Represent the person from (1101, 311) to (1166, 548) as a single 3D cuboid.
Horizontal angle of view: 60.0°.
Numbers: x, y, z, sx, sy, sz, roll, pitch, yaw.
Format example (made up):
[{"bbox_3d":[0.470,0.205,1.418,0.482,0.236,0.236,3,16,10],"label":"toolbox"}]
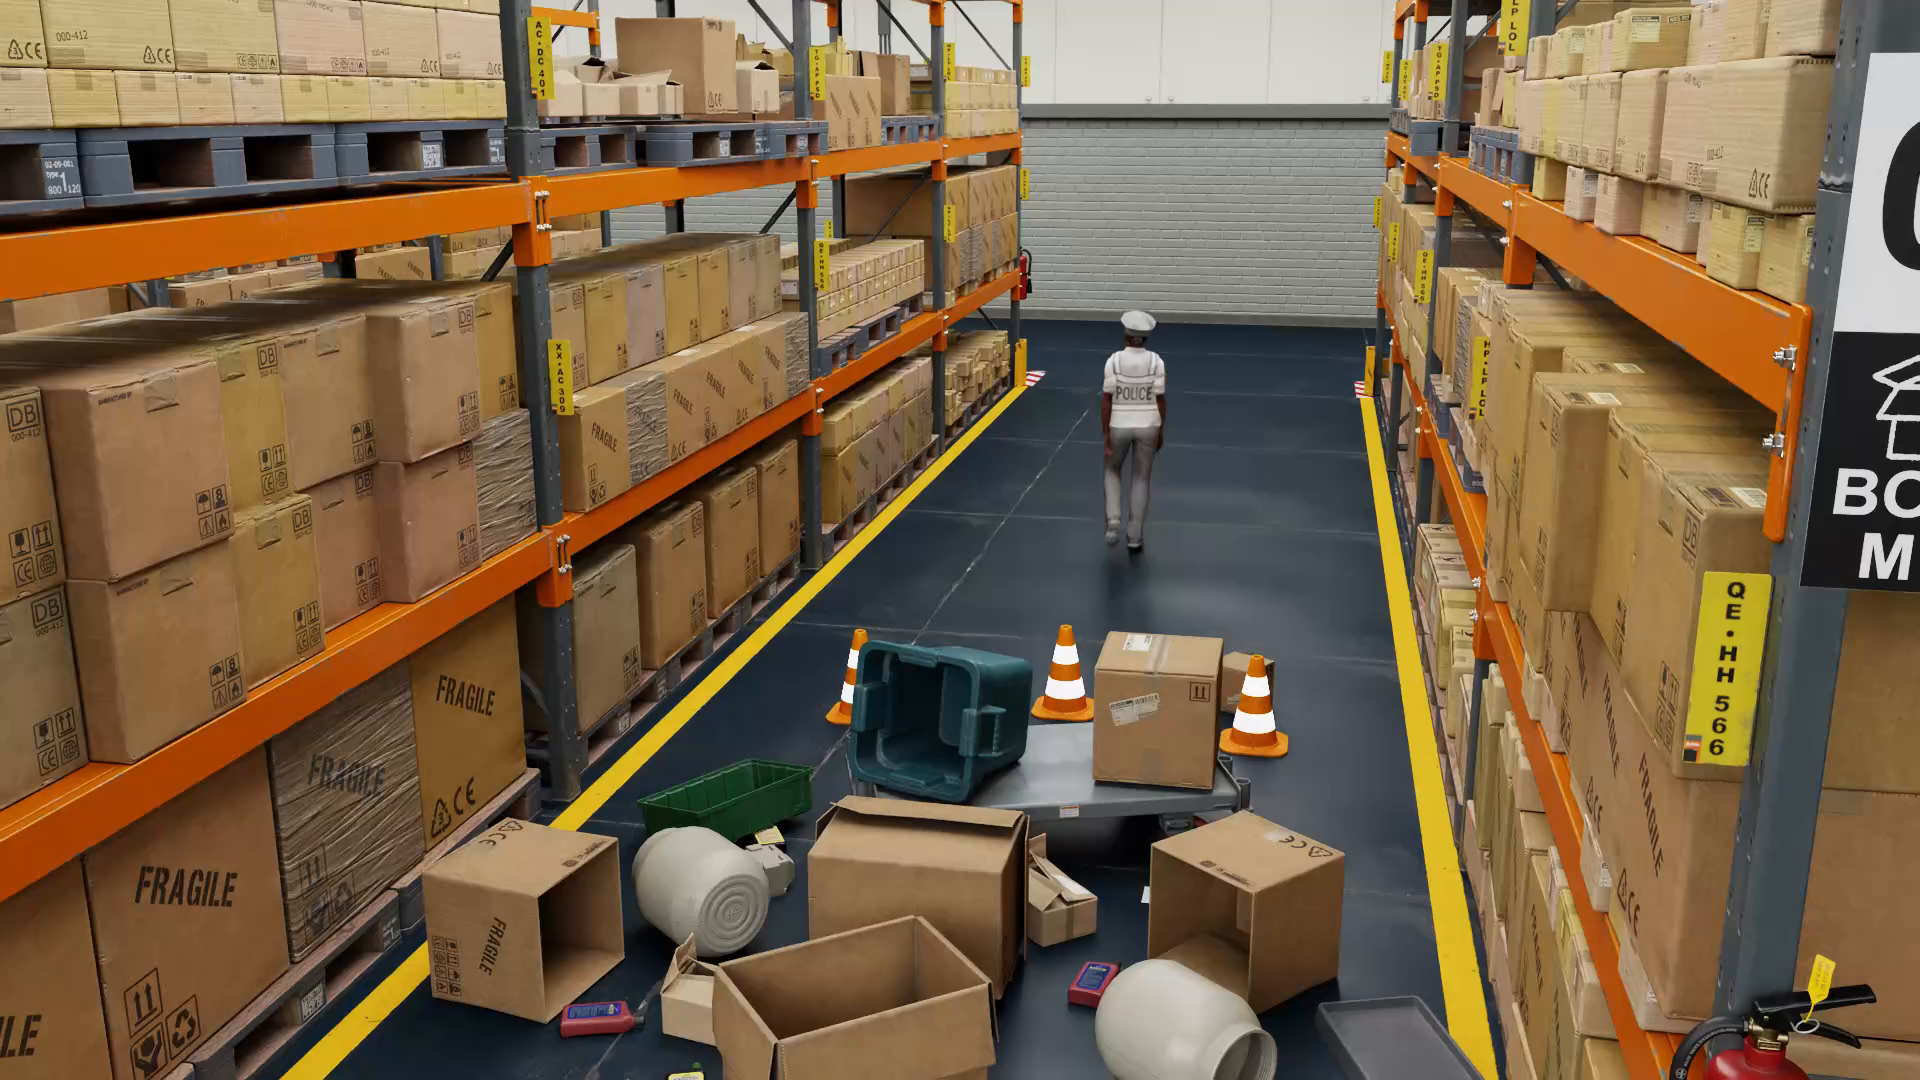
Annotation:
[{"bbox_3d":[1.234,-0.779,11.875,0.454,1.705,0.435,2,15,6],"label":"person"}]
